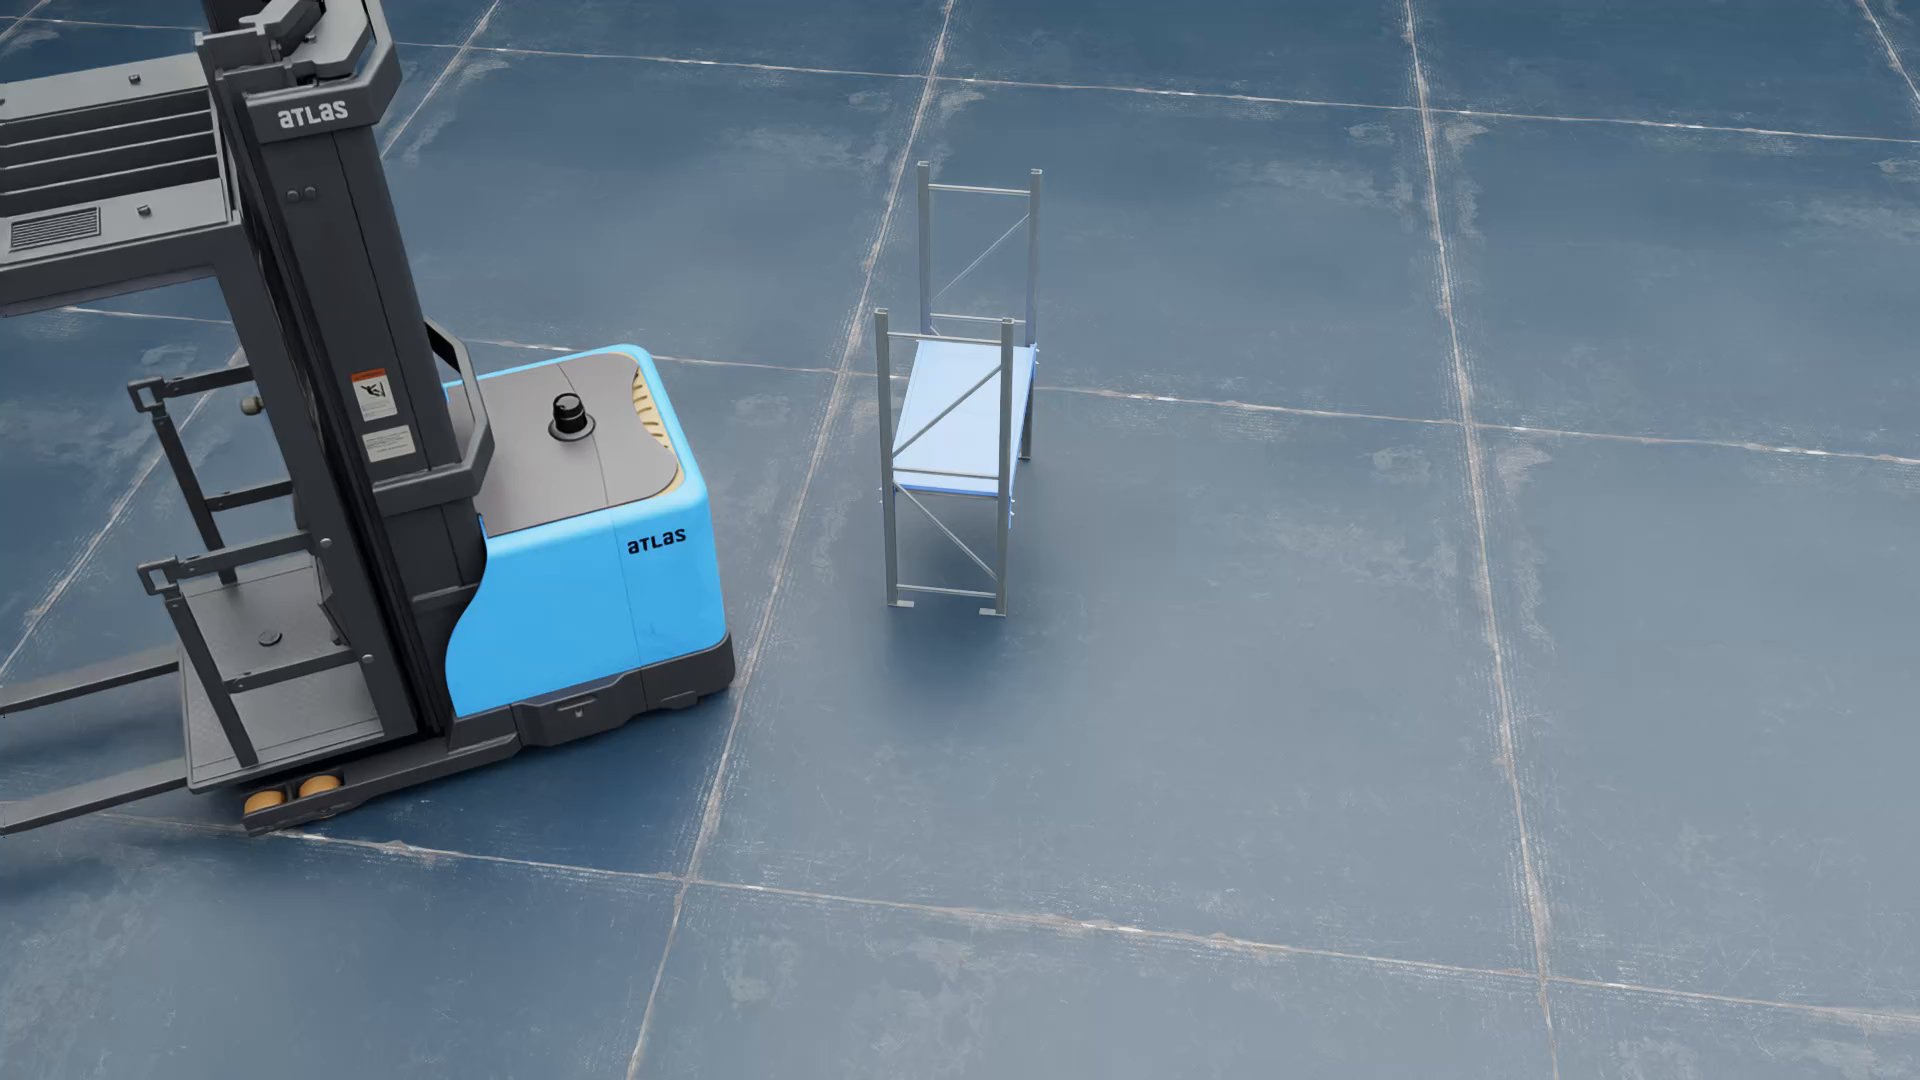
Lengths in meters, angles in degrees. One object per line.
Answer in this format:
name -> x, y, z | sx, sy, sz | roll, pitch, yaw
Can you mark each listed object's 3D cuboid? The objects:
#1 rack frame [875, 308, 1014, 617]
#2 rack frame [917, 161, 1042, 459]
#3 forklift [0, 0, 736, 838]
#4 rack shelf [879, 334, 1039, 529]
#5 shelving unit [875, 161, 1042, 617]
rack frame -> -0.056, -0.256, 6.452 | 0.500, 1.500, 0.032 | 5, 44, 6
rack frame -> 0.078, -0.949, 7.184 | 0.500, 1.500, 0.032 | 5, 44, 6
forklift -> -2.462, -0.395, 5.558 | 3.031, 2.935, 1.130 | -15, 46, -15
rack shelf -> 0.011, -0.472, 6.942 | 0.538, 0.185, 1.000 | 5, 44, 6
shelving unit -> 0.011, -0.603, 6.818 | 0.538, 1.500, 1.048 | 5, 44, 6
